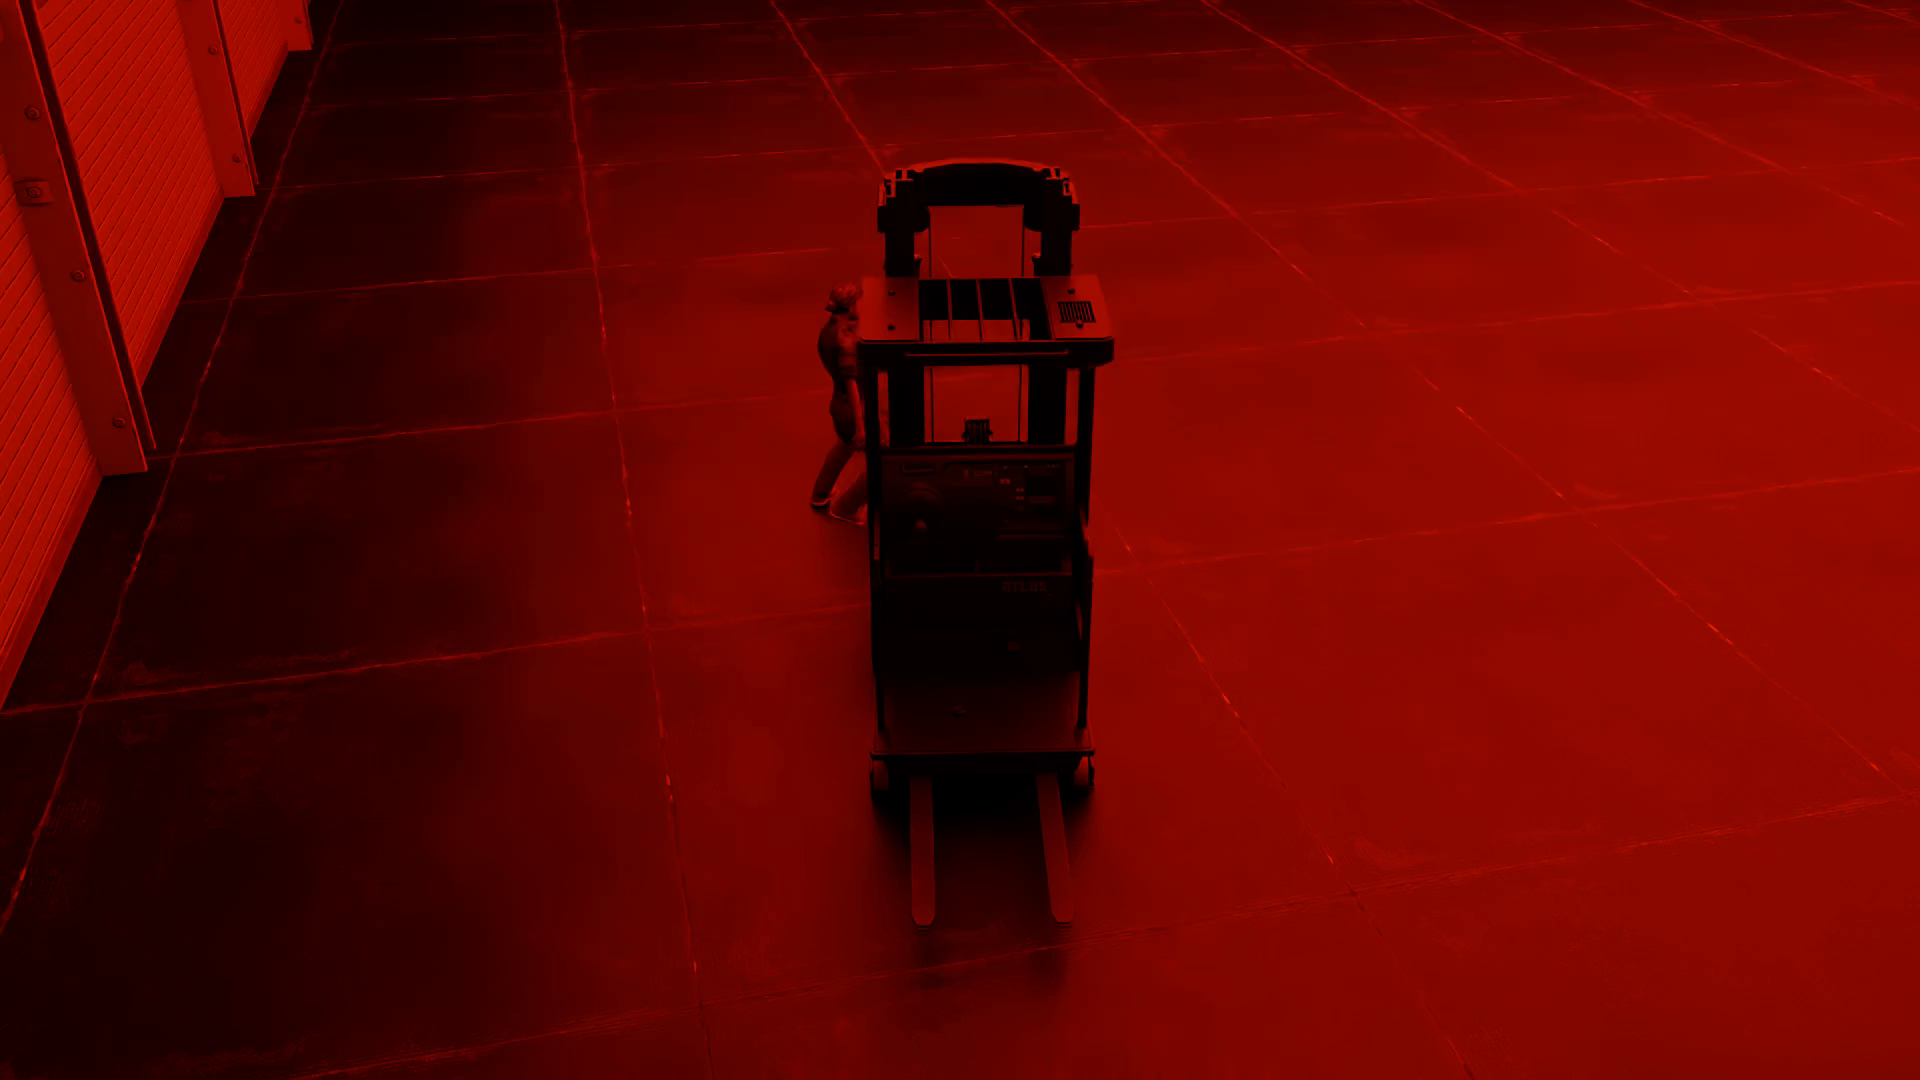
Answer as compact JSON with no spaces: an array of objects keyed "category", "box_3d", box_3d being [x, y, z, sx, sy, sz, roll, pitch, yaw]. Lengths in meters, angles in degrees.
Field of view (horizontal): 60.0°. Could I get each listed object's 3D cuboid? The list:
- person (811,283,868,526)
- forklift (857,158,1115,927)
[{"category":"person","box_3d":[-0.736,-0.821,10.376,0.364,1.573,0.822,-10,31,-16]},{"category":"forklift","box_3d":[0.098,-0.172,7.872,1.130,2.935,3.031,-1,30,-2]}]
